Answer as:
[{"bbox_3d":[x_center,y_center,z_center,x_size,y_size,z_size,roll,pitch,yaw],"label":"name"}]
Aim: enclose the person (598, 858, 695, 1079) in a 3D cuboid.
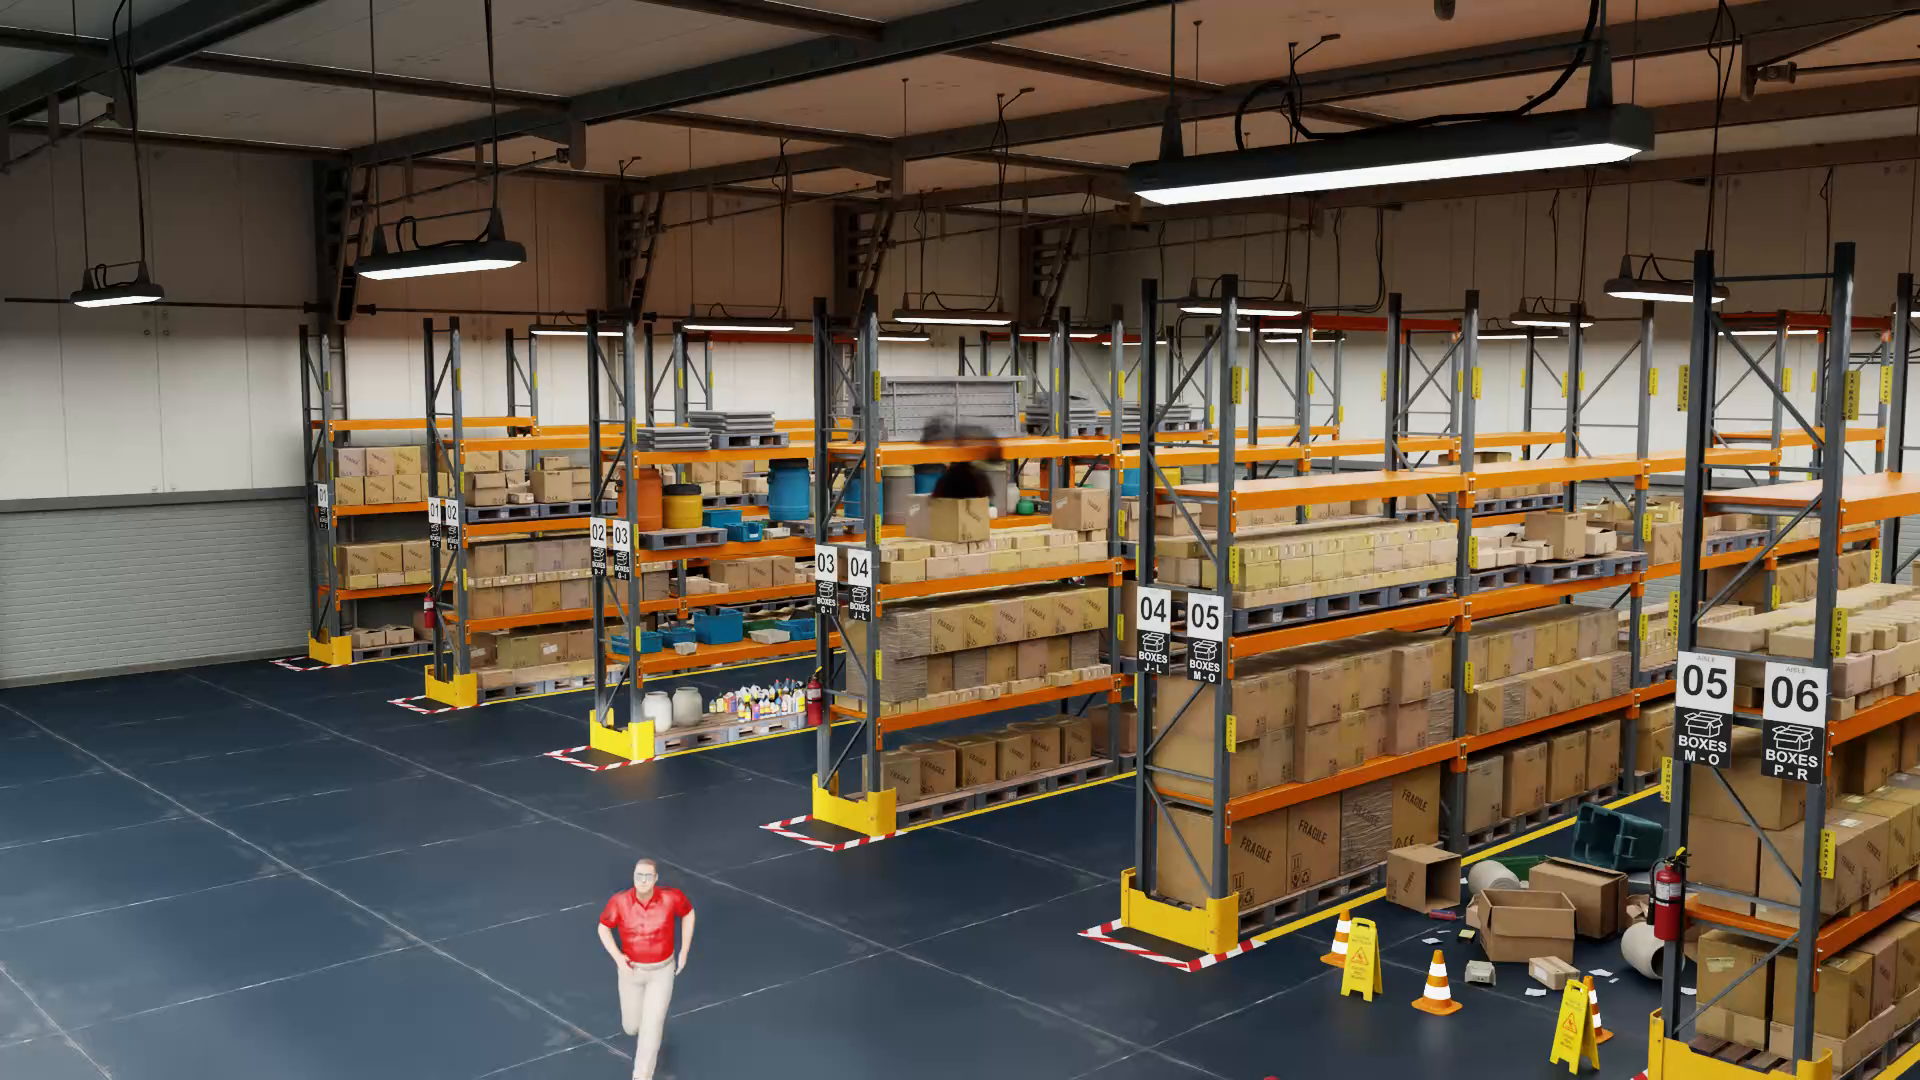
[{"bbox_3d":[-2.260,3.118,12.010,0.686,1.724,0.947,0,6,-5],"label":"person"}]
